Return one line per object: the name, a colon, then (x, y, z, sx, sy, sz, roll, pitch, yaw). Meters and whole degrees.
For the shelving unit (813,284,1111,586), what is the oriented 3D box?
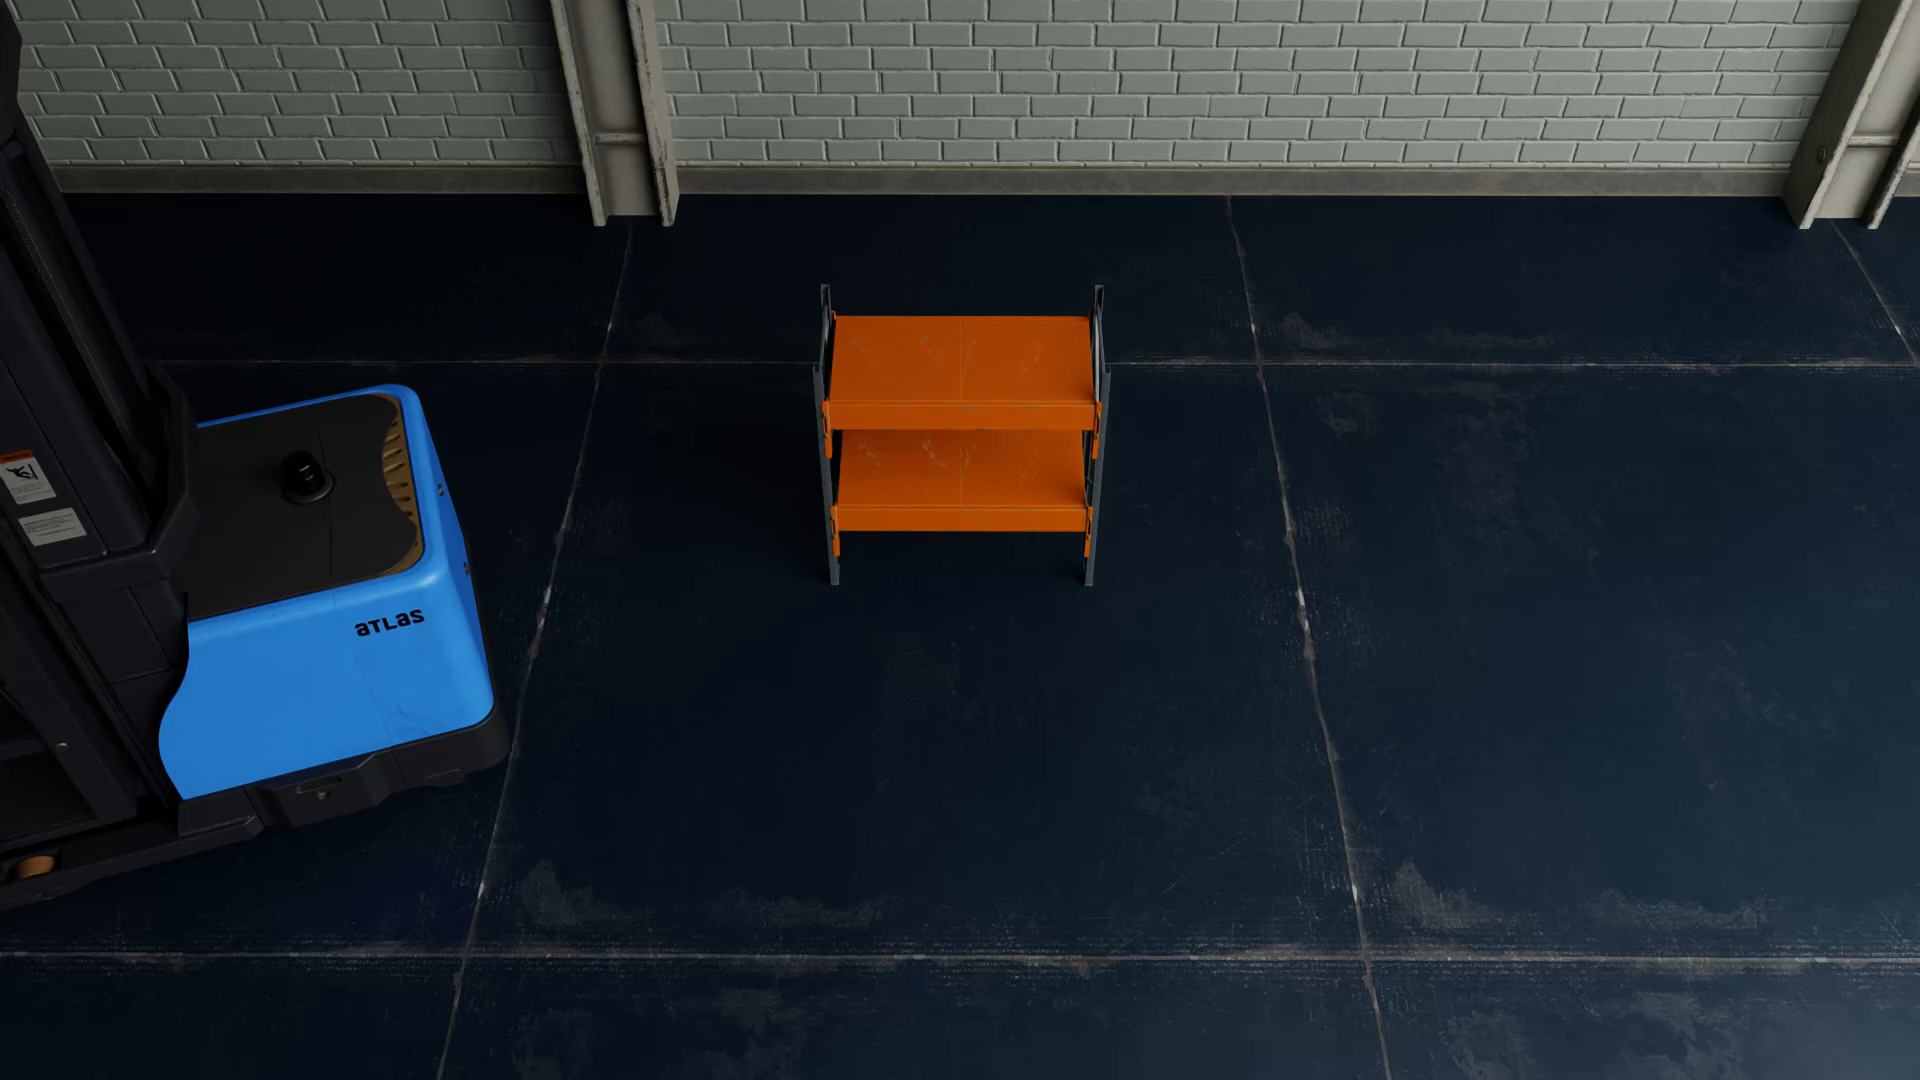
shelving unit: (0.007, -0.383, 6.419, 1.048, 1.125, 0.538, 0, 47, 0)

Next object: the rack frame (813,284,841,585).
rack frame: (-0.502, -0.385, 6.420, 0.032, 1.125, 0.500, 0, 47, 0)

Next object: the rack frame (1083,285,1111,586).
rack frame: (0.515, -0.382, 6.418, 0.032, 1.125, 0.500, 0, 47, 0)

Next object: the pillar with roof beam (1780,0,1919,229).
pillar with roof beam: (4.355, -1.576, 2.150, 0.400, 9.000, 9.100, 0, 47, 0)

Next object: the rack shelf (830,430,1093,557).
rack shelf: (0.007, -0.217, 6.598, 1.000, 0.278, 0.538, 0, 47, 0)

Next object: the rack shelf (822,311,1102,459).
rack shelf: (0.007, -0.583, 6.205, 1.000, 0.278, 0.538, 0, 47, 0)

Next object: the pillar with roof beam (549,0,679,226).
pillar with roof beam: (-1.645, -1.592, 2.165, 0.400, 9.000, 9.100, 0, 47, 0)

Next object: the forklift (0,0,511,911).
forklift: (-3.206, -0.158, 4.976, 3.031, 2.935, 1.130, -14, 49, -13)
